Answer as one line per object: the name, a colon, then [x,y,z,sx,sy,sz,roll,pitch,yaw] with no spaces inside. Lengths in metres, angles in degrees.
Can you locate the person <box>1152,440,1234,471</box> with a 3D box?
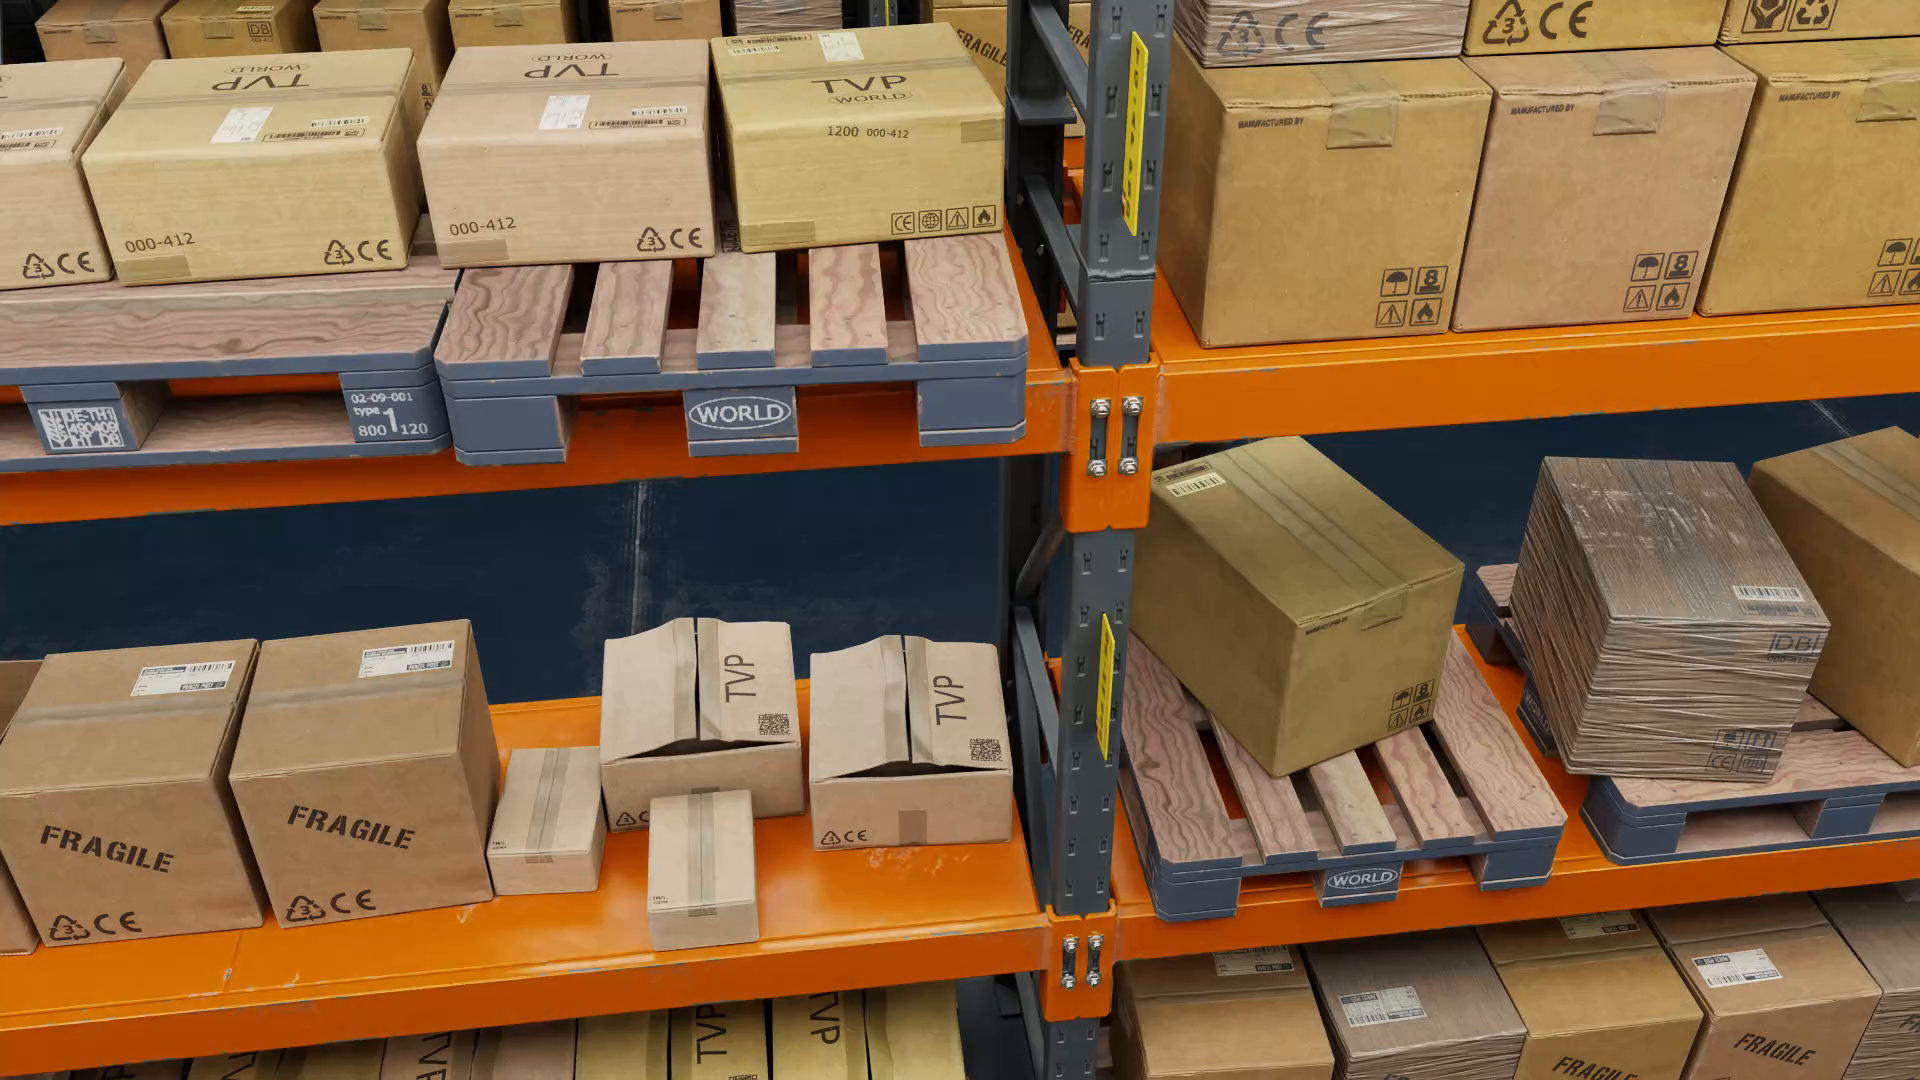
person: [0.941,-0.474,7.492,0.447,0.895,0.905,-6,35,-9]
